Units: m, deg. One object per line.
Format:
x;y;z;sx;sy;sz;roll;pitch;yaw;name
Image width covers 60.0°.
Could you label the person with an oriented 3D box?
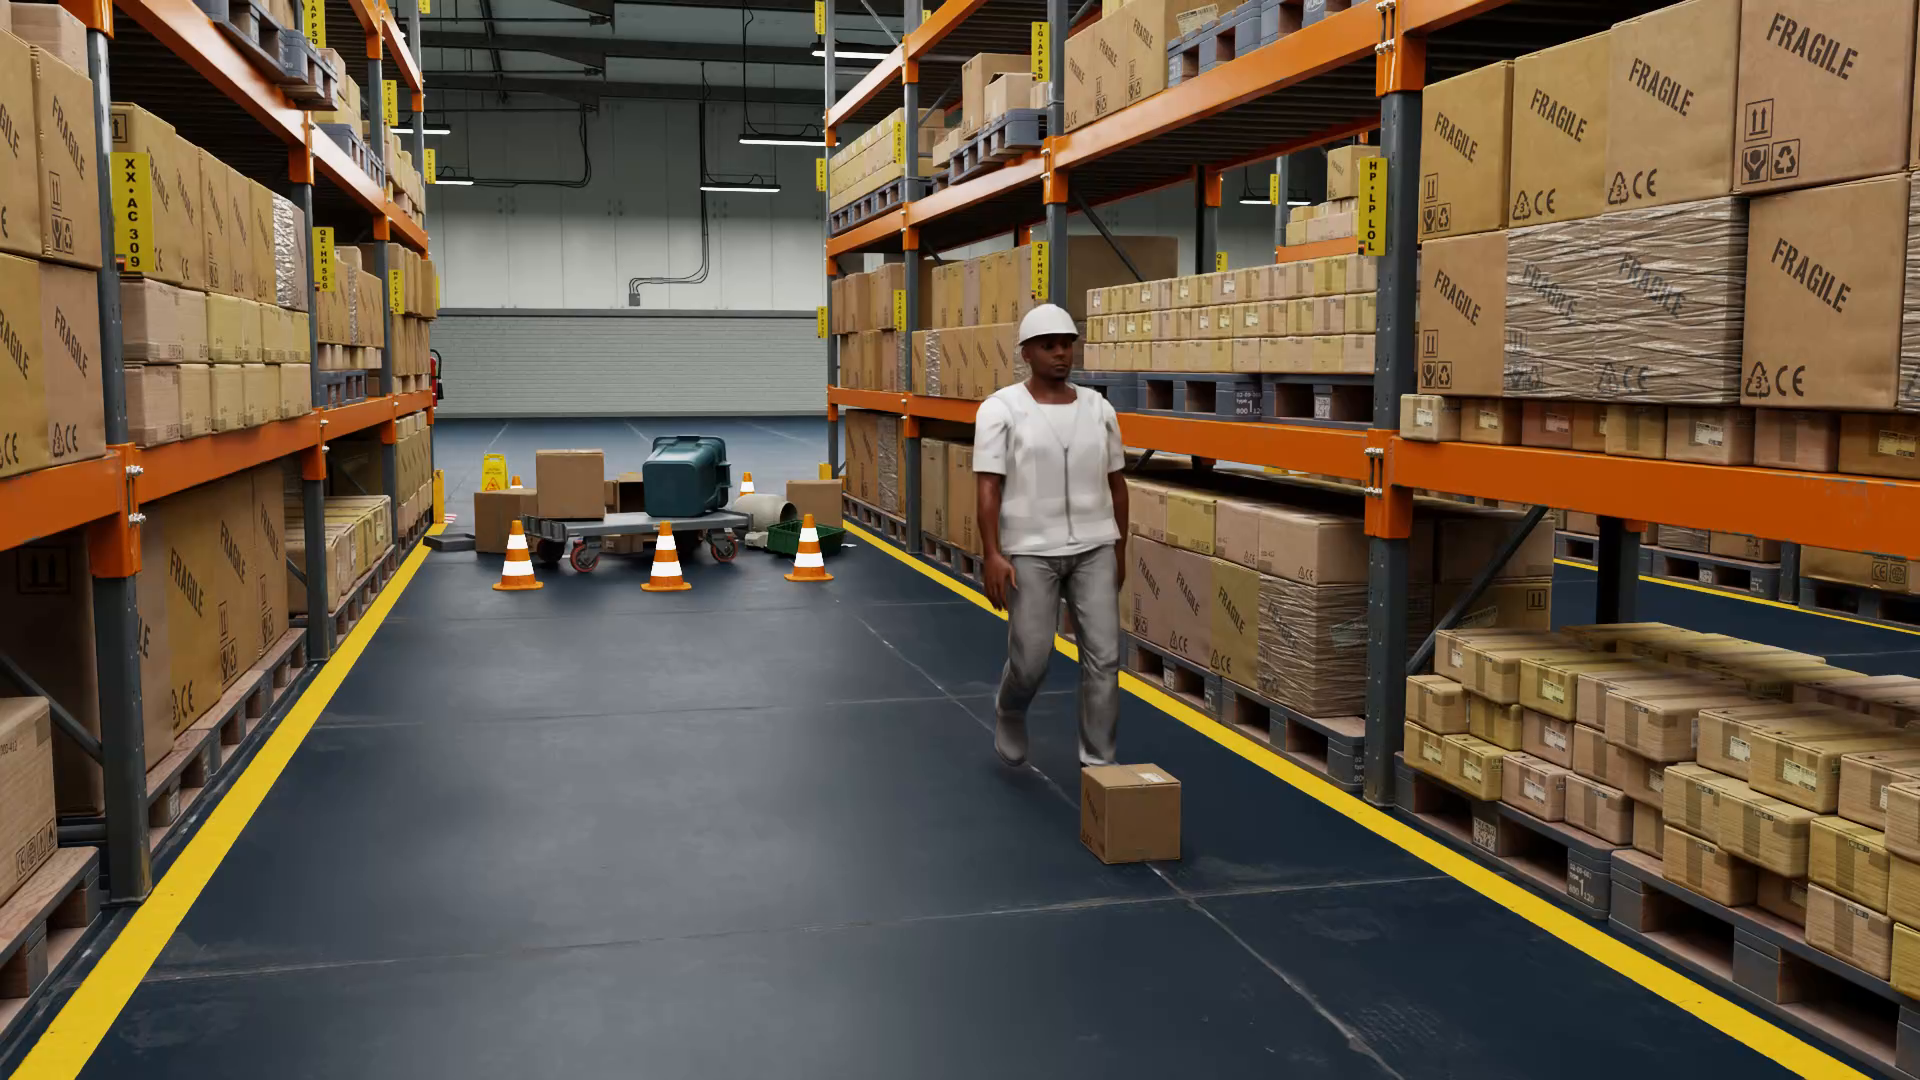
0.339;0.041;5.916;0.588;1.747;0.735;-1;6;-12;person
